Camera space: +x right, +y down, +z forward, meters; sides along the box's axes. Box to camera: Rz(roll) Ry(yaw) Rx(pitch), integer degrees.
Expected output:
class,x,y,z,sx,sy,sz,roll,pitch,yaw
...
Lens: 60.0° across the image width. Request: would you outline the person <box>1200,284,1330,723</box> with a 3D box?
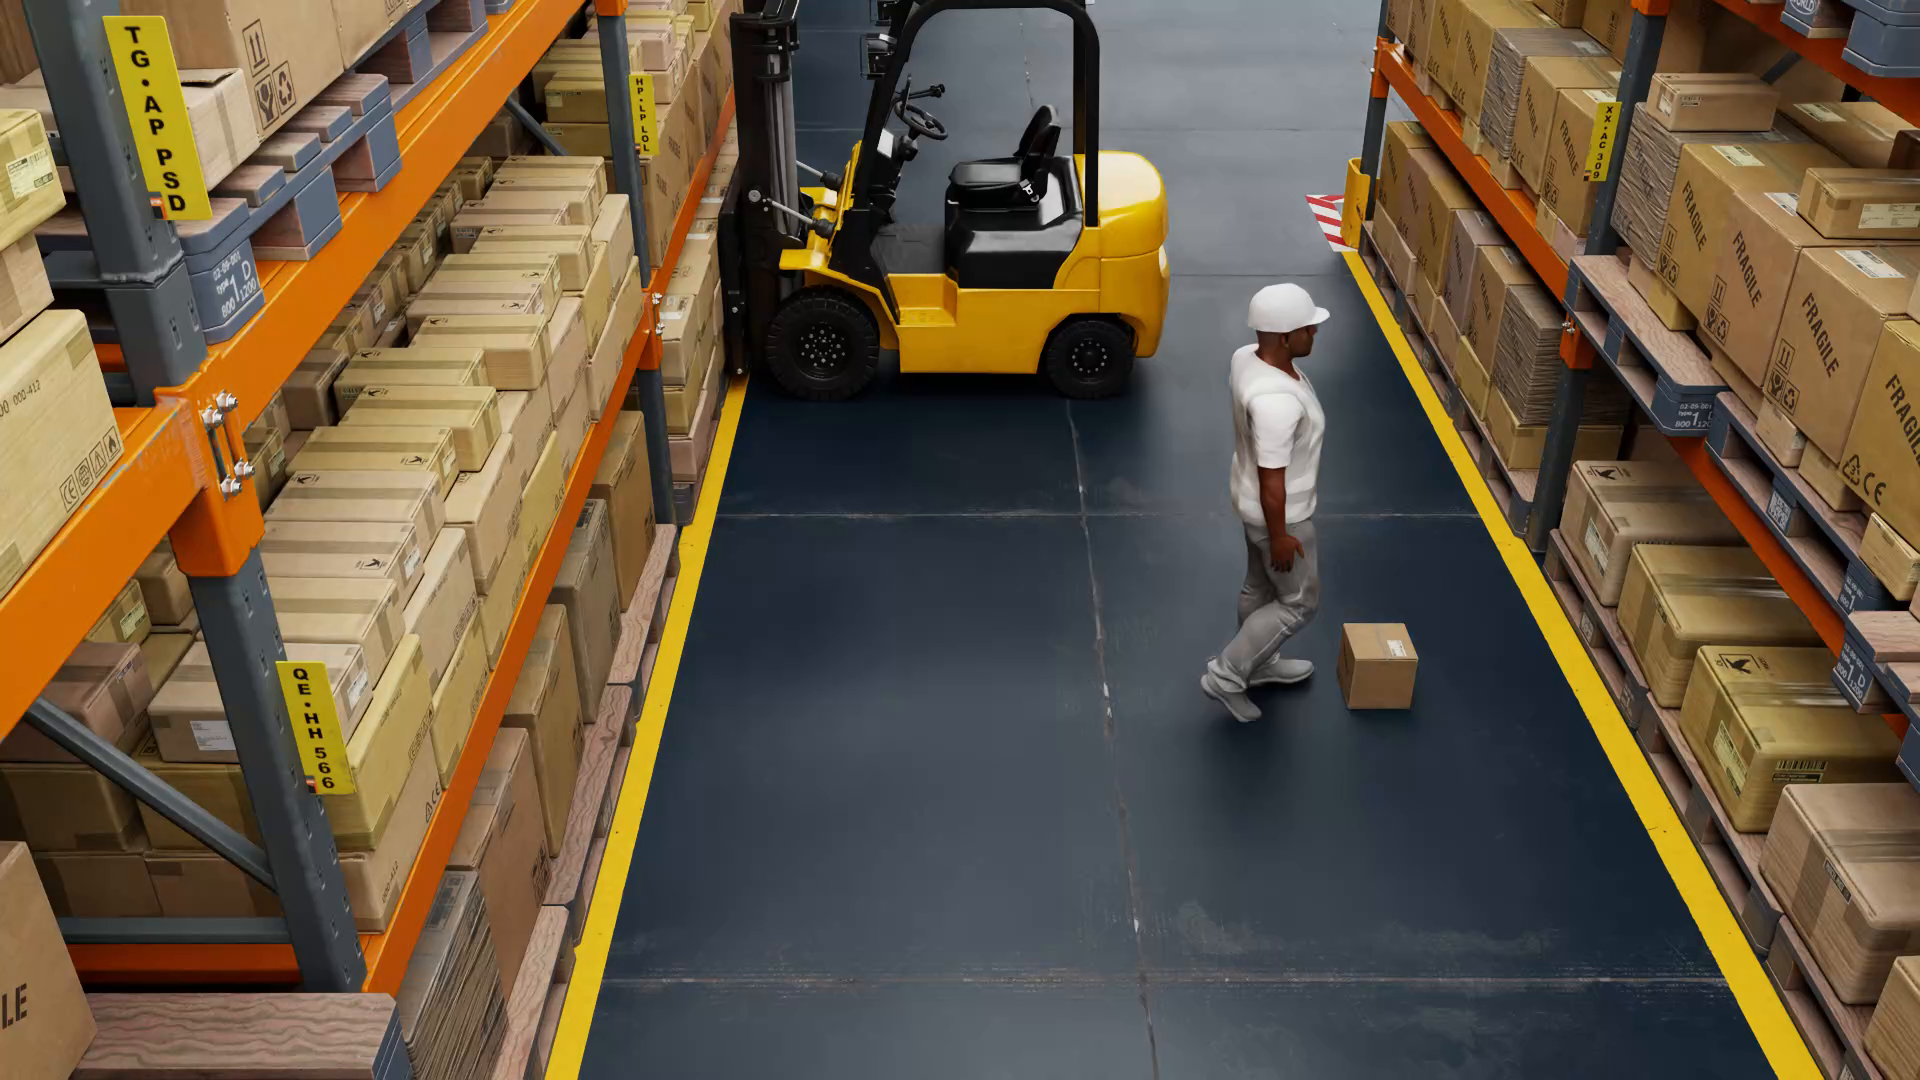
class,x,y,z,sx,sy,sz,roll,pitch,yaw
person,1.204,-0.130,6.345,0.508,1.800,0.589,0,31,0
